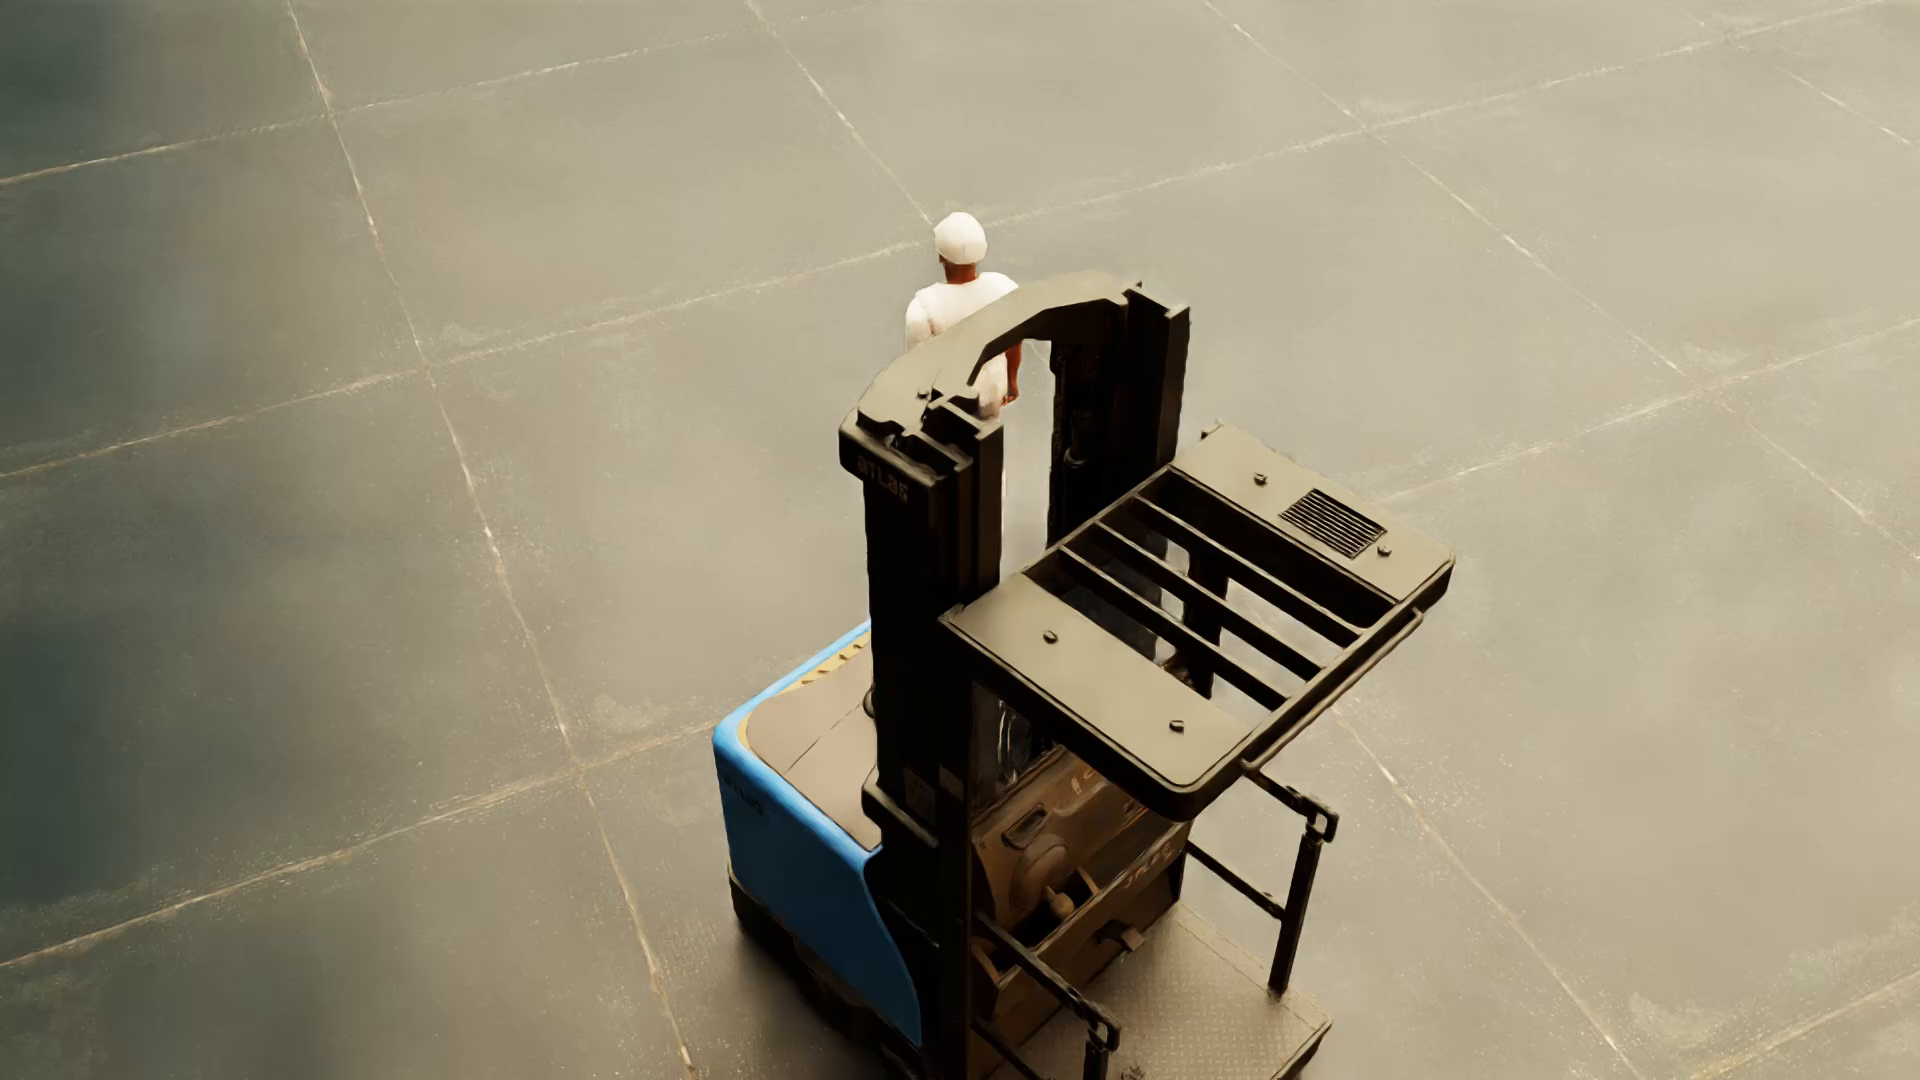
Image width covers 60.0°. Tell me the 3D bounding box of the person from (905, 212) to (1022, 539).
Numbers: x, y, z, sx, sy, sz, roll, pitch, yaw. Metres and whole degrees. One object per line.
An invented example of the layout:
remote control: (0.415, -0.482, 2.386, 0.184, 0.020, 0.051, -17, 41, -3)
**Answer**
person: (-0.006, -0.654, 7.233, 0.559, 1.771, 0.367, -18, 46, -18)

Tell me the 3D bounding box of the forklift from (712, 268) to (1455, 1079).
forklift: (0.544, 0.825, 4.796, 1.130, 2.935, 3.031, -34, 53, -31)
